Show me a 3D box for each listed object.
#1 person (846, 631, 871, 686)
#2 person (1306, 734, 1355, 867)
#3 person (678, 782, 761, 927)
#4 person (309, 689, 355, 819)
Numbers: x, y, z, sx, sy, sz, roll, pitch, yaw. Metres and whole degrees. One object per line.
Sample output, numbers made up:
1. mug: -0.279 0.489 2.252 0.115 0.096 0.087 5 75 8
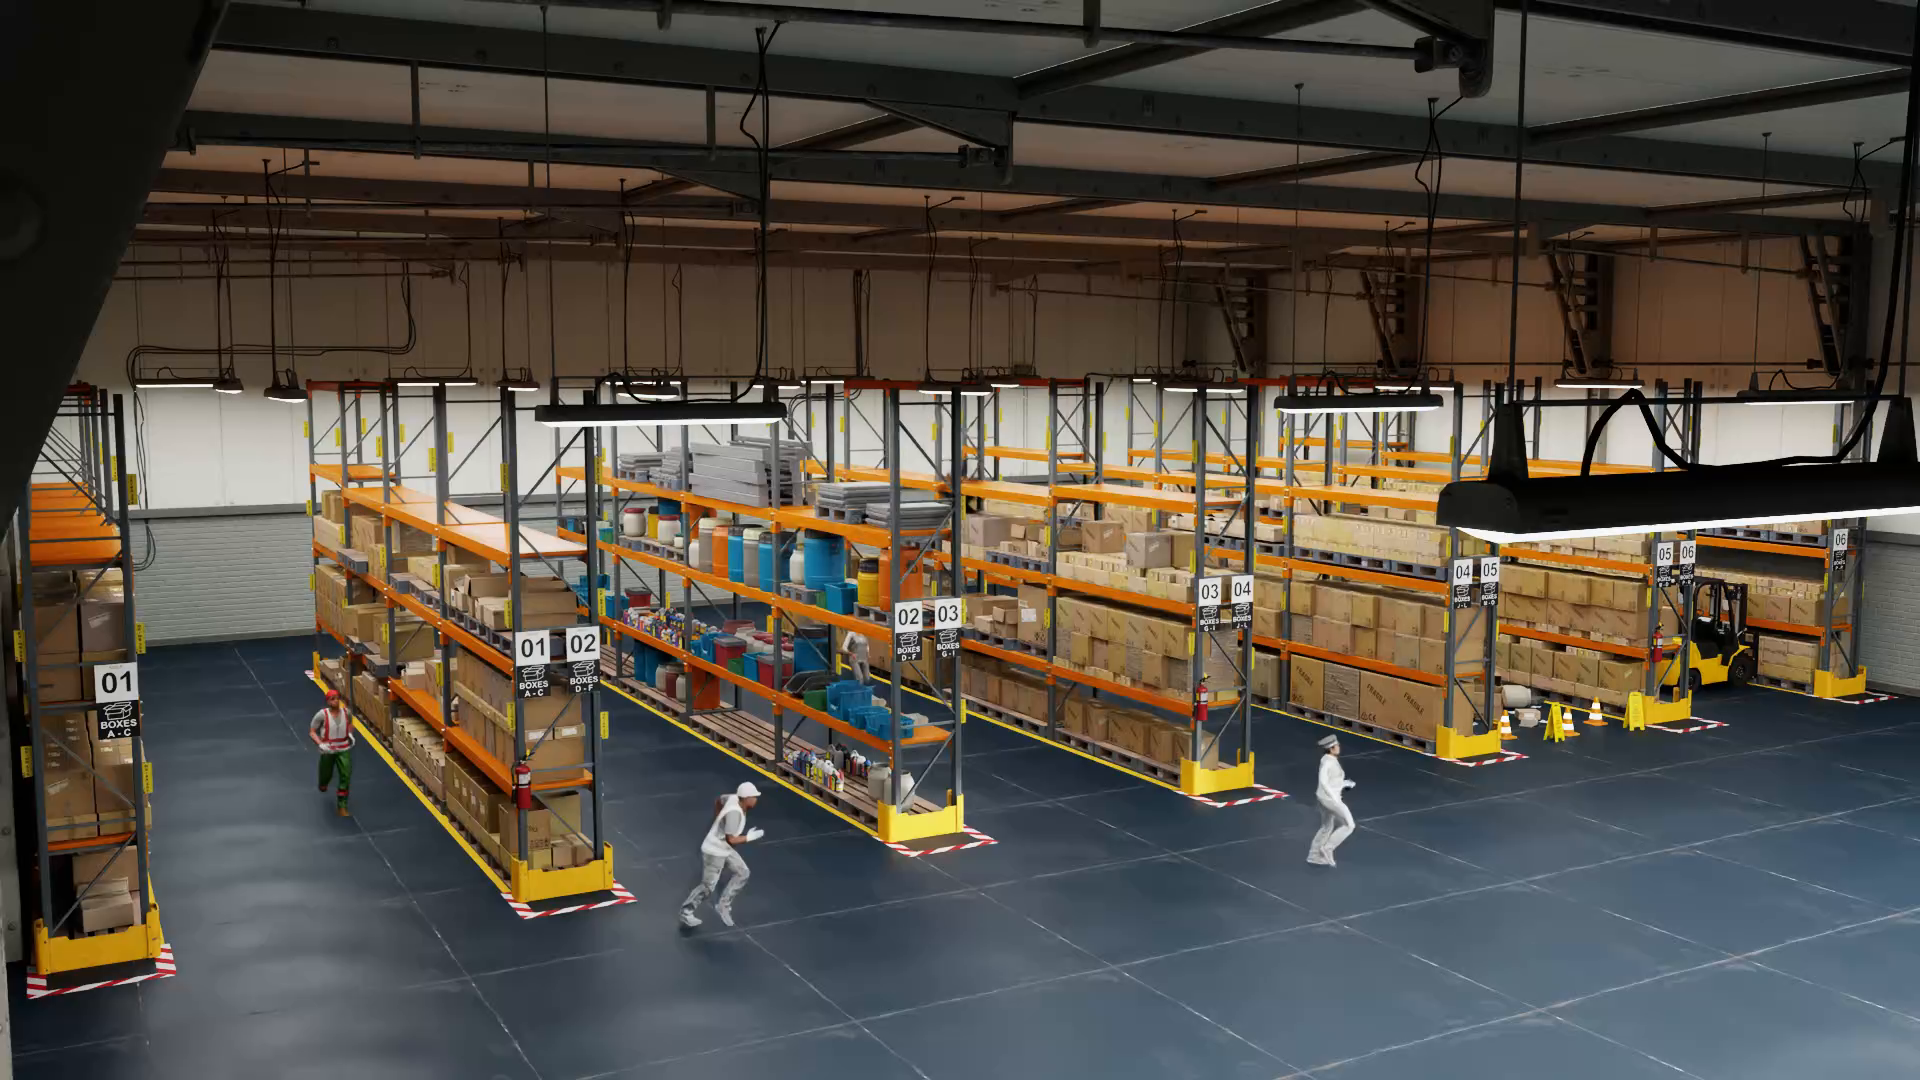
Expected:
1. person: -1.819 2.146 29.350 0.496 1.559 0.511 -5 8 -36
2. person: 4.699 3.273 20.928 0.628 1.672 0.588 0 6 -4
3. person: -2.682 3.541 18.666 0.984 1.669 0.677 0 6 0
4. person: -8.854 2.984 23.502 0.634 1.768 1.049 -4 7 -32
